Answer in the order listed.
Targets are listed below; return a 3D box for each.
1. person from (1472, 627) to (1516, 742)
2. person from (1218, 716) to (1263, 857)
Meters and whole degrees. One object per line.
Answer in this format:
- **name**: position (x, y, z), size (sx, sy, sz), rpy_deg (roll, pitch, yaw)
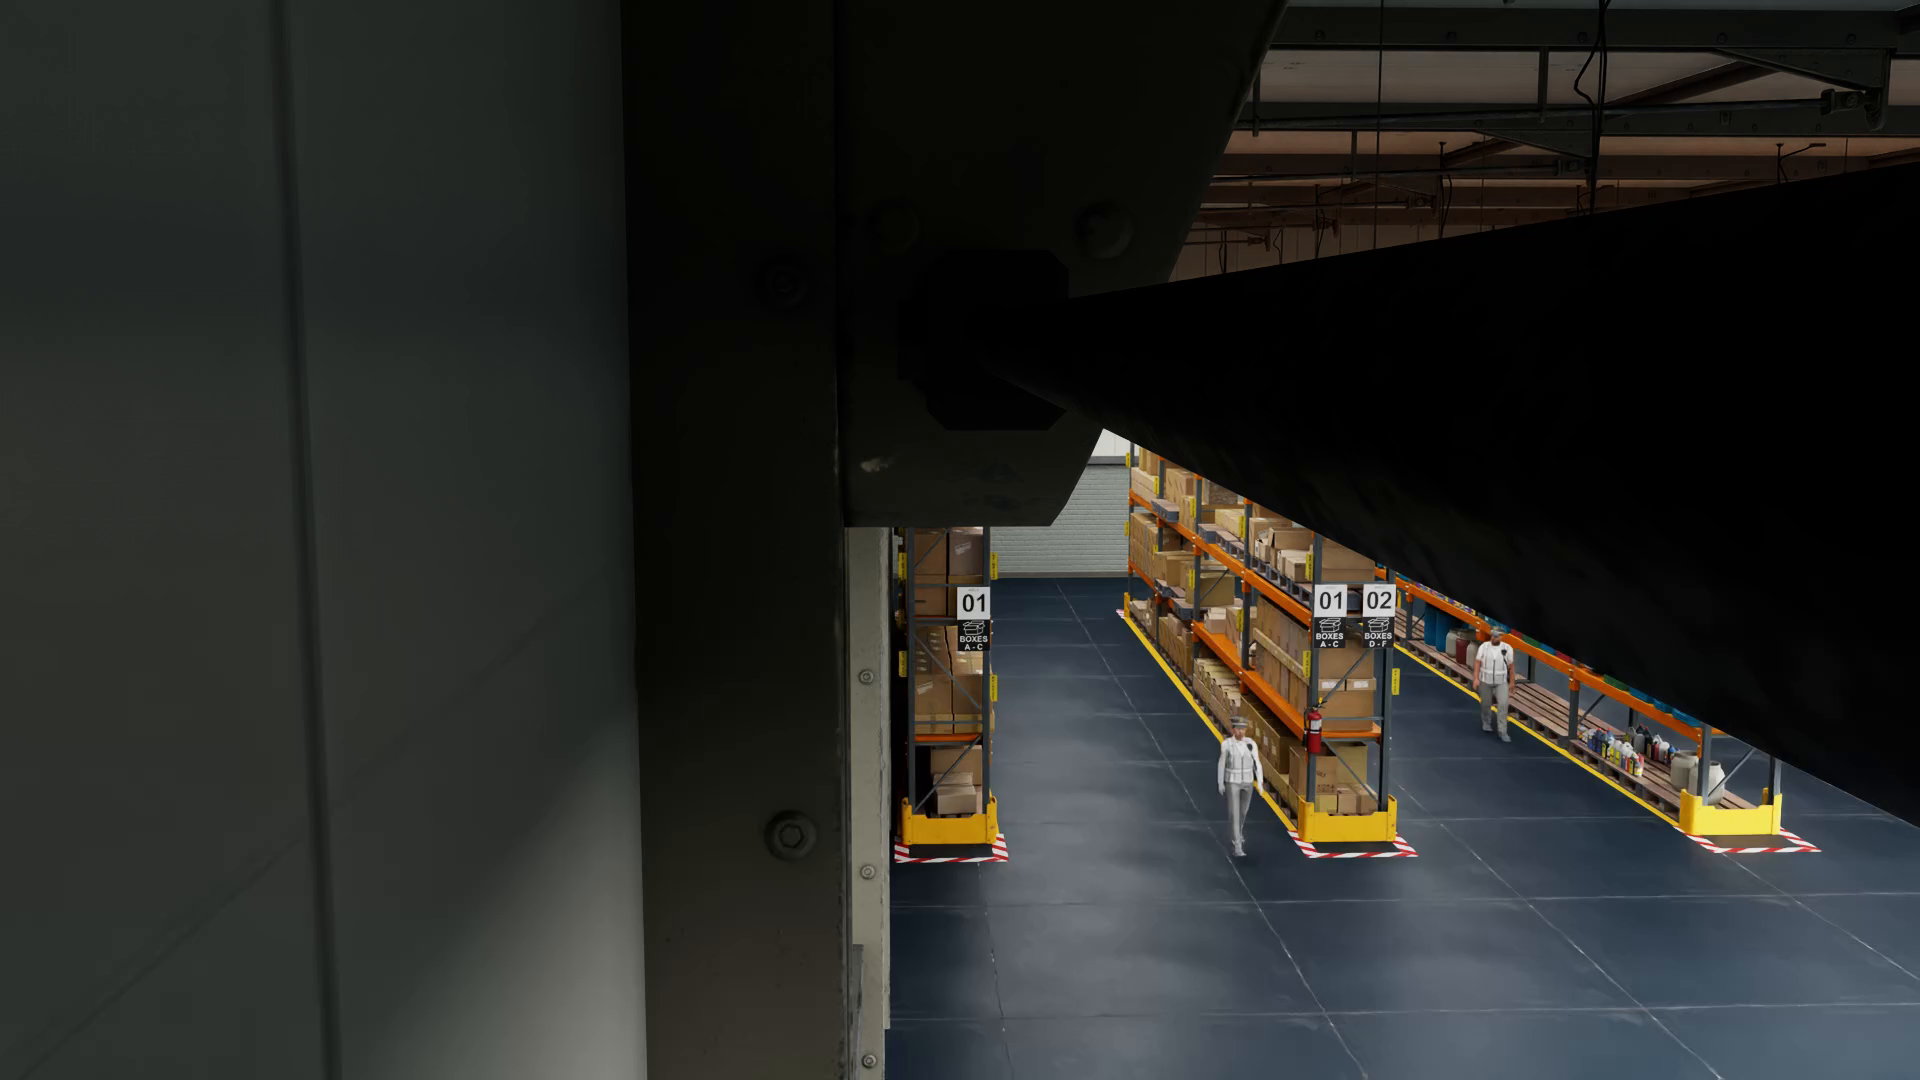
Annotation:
- **person**: position (8.238, 2.185, 25.627), size (0.653, 1.699, 1.057), rpy_deg (2, 8, 15)
- **person**: position (3.390, 2.937, 20.068), size (0.507, 1.646, 0.902), rpy_deg (0, 7, -1)
